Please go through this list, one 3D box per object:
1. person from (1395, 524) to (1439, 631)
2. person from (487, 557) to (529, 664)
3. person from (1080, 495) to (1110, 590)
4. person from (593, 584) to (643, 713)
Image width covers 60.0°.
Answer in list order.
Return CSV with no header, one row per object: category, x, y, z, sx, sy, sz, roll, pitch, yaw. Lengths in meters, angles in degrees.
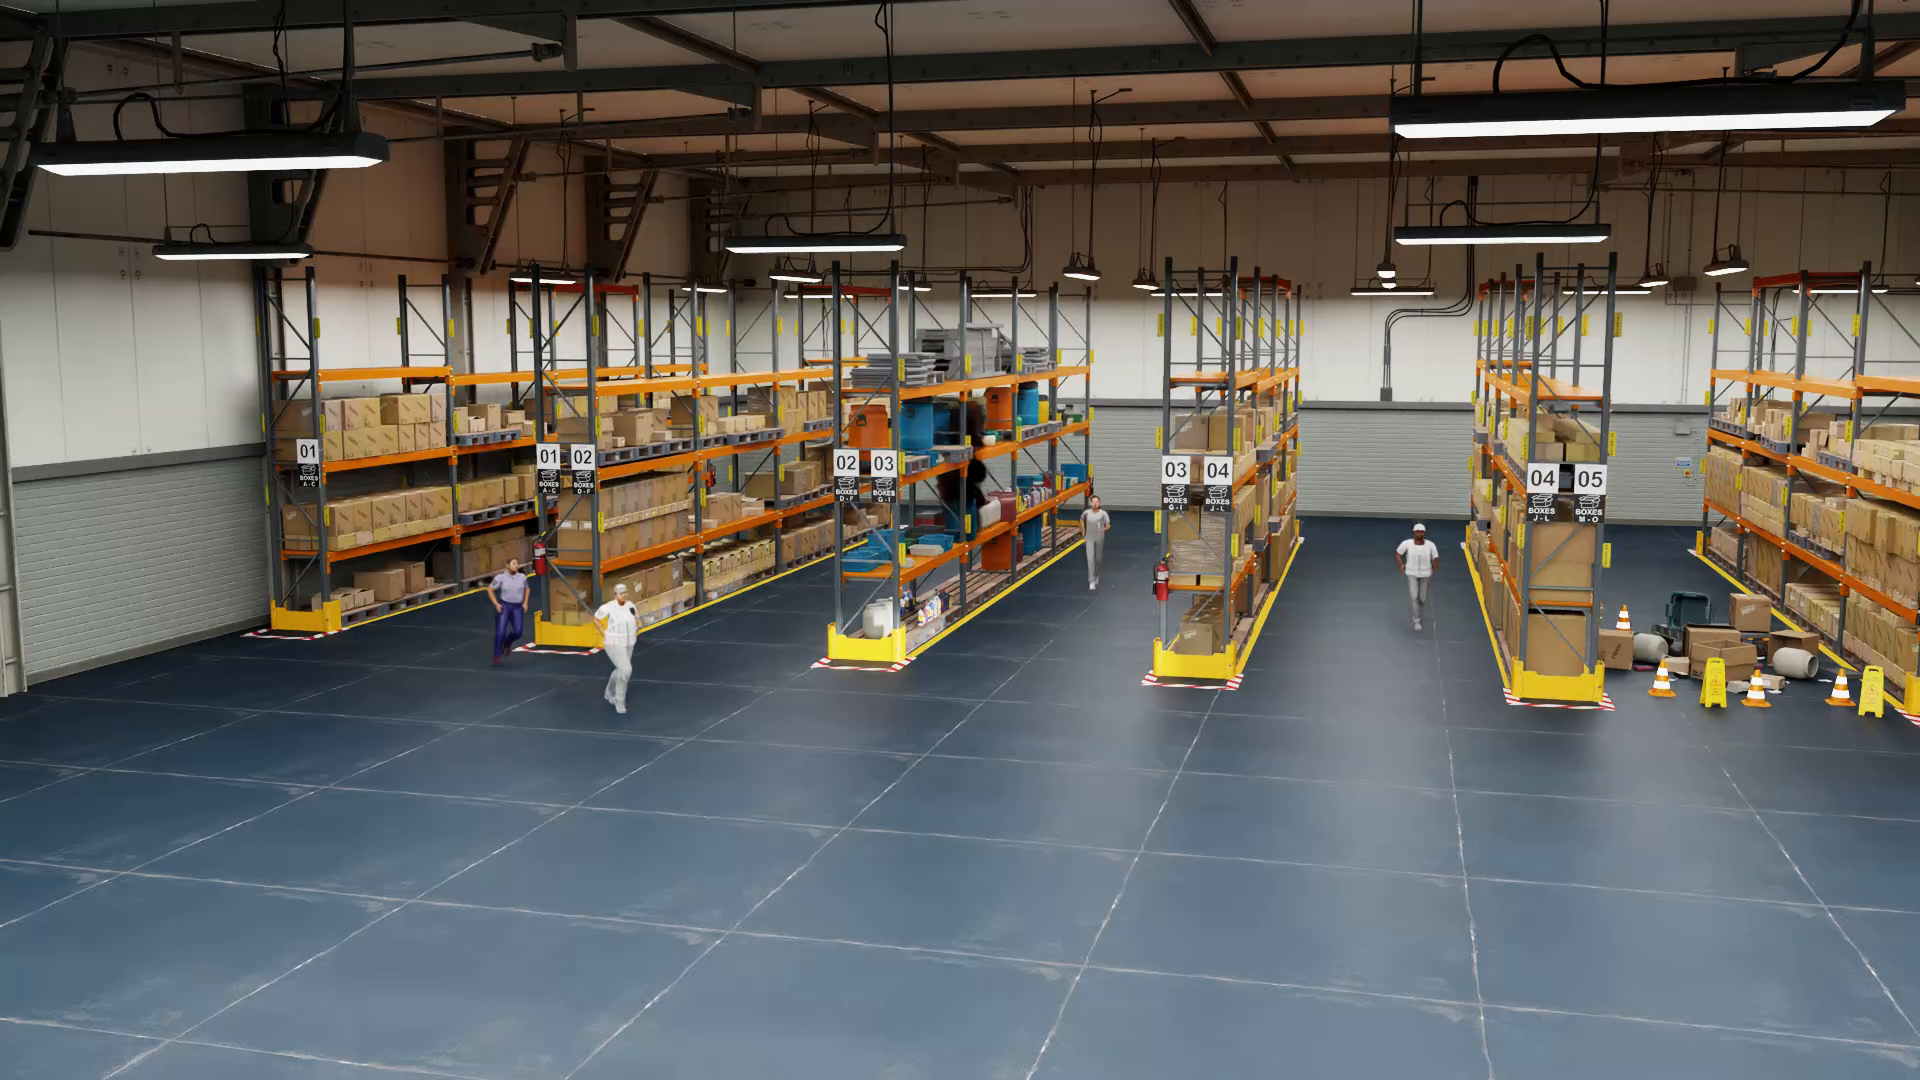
person,7.701,0.599,28.002,0.700,1.762,0.881,1,7,7
person,-6.768,1.059,25.081,0.660,1.603,0.513,-4,8,-31
person,2.466,0.020,30.438,0.568,1.675,0.820,1,7,7
person,-4.471,1.425,21.964,0.729,1.729,0.572,6,9,40
